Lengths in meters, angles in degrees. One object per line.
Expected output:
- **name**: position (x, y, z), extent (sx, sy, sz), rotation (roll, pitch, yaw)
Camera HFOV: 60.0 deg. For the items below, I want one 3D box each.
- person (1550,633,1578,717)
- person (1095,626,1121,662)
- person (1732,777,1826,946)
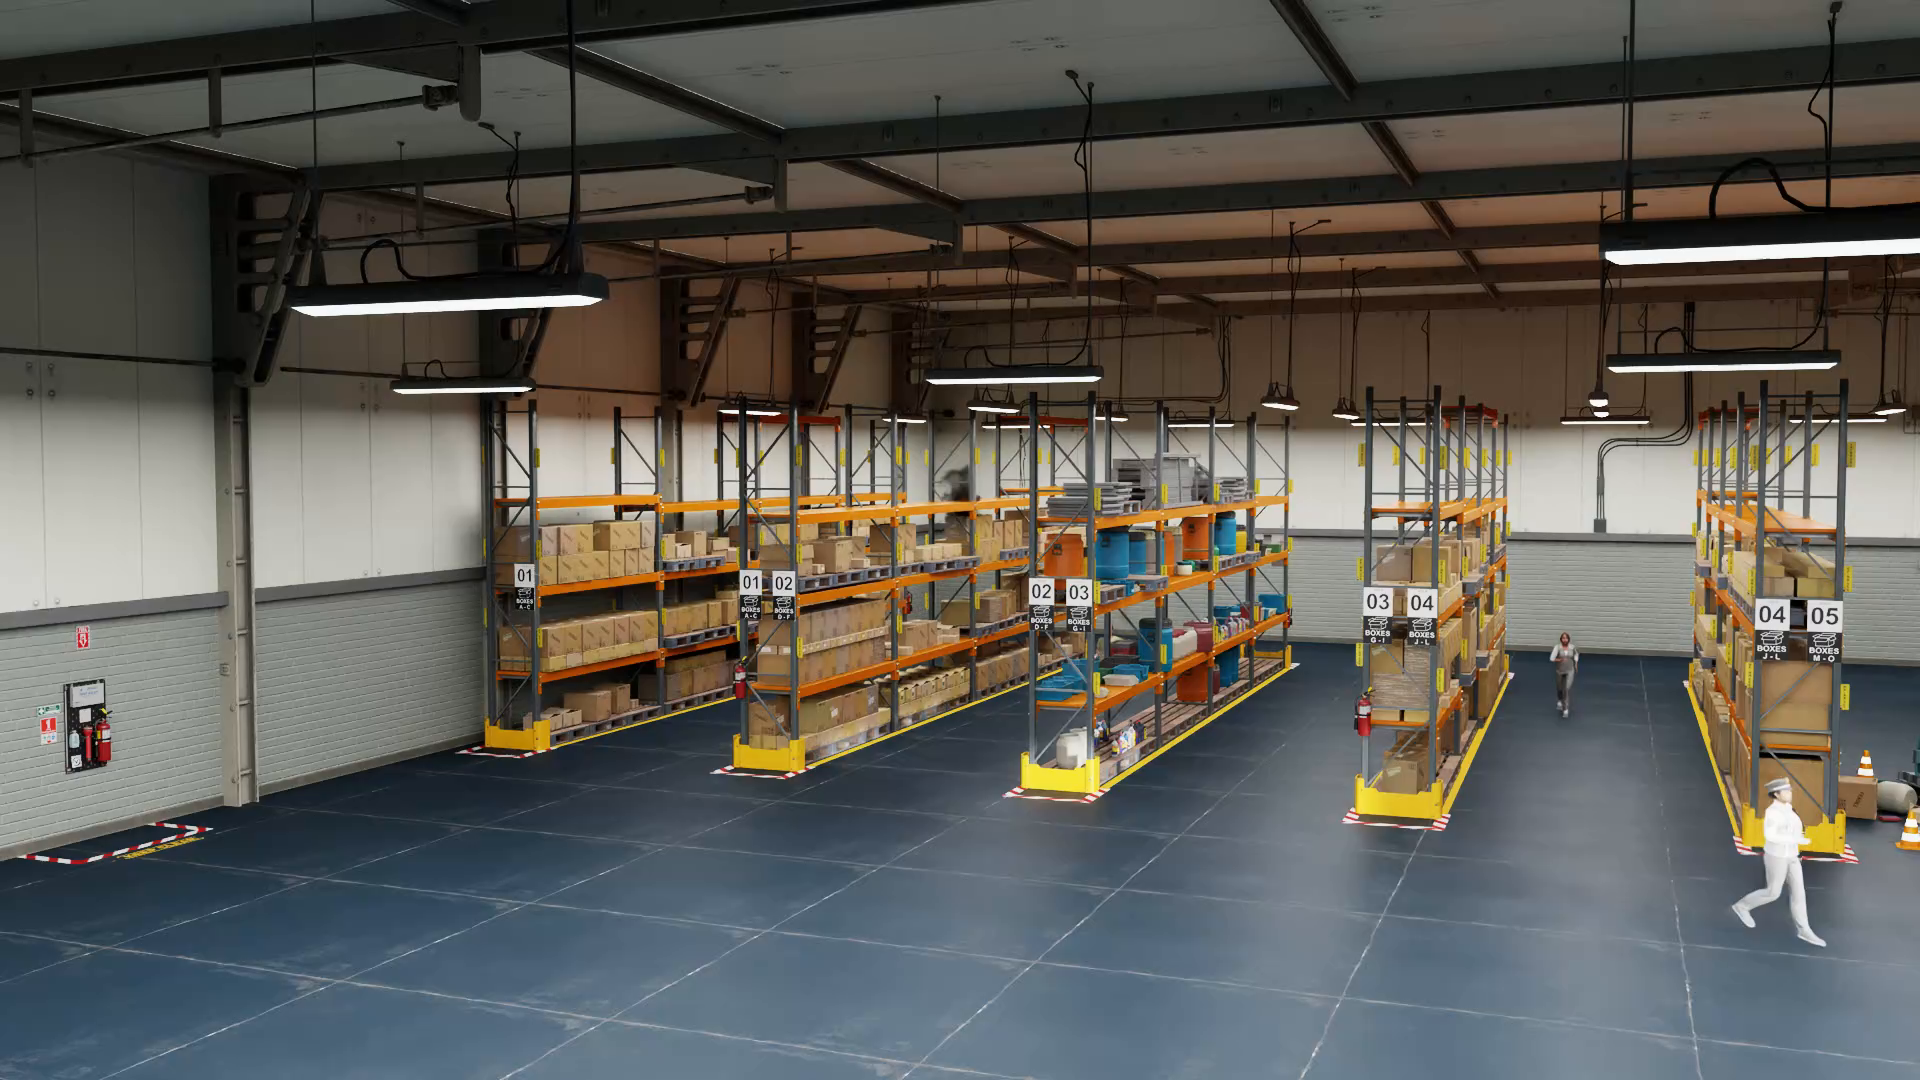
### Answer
- **person**: position (11.724, 2.585, 32.273), extent (0.533, 1.595, 0.887), rotation (1, 3, 16)
- **person**: position (3.010, 2.528, 33.639), extent (0.581, 1.675, 0.692), rotation (1, 3, 25)
- **person**: position (8.497, 3.282, 17.212), extent (0.613, 1.687, 0.923), rotation (-2, 4, -39)
